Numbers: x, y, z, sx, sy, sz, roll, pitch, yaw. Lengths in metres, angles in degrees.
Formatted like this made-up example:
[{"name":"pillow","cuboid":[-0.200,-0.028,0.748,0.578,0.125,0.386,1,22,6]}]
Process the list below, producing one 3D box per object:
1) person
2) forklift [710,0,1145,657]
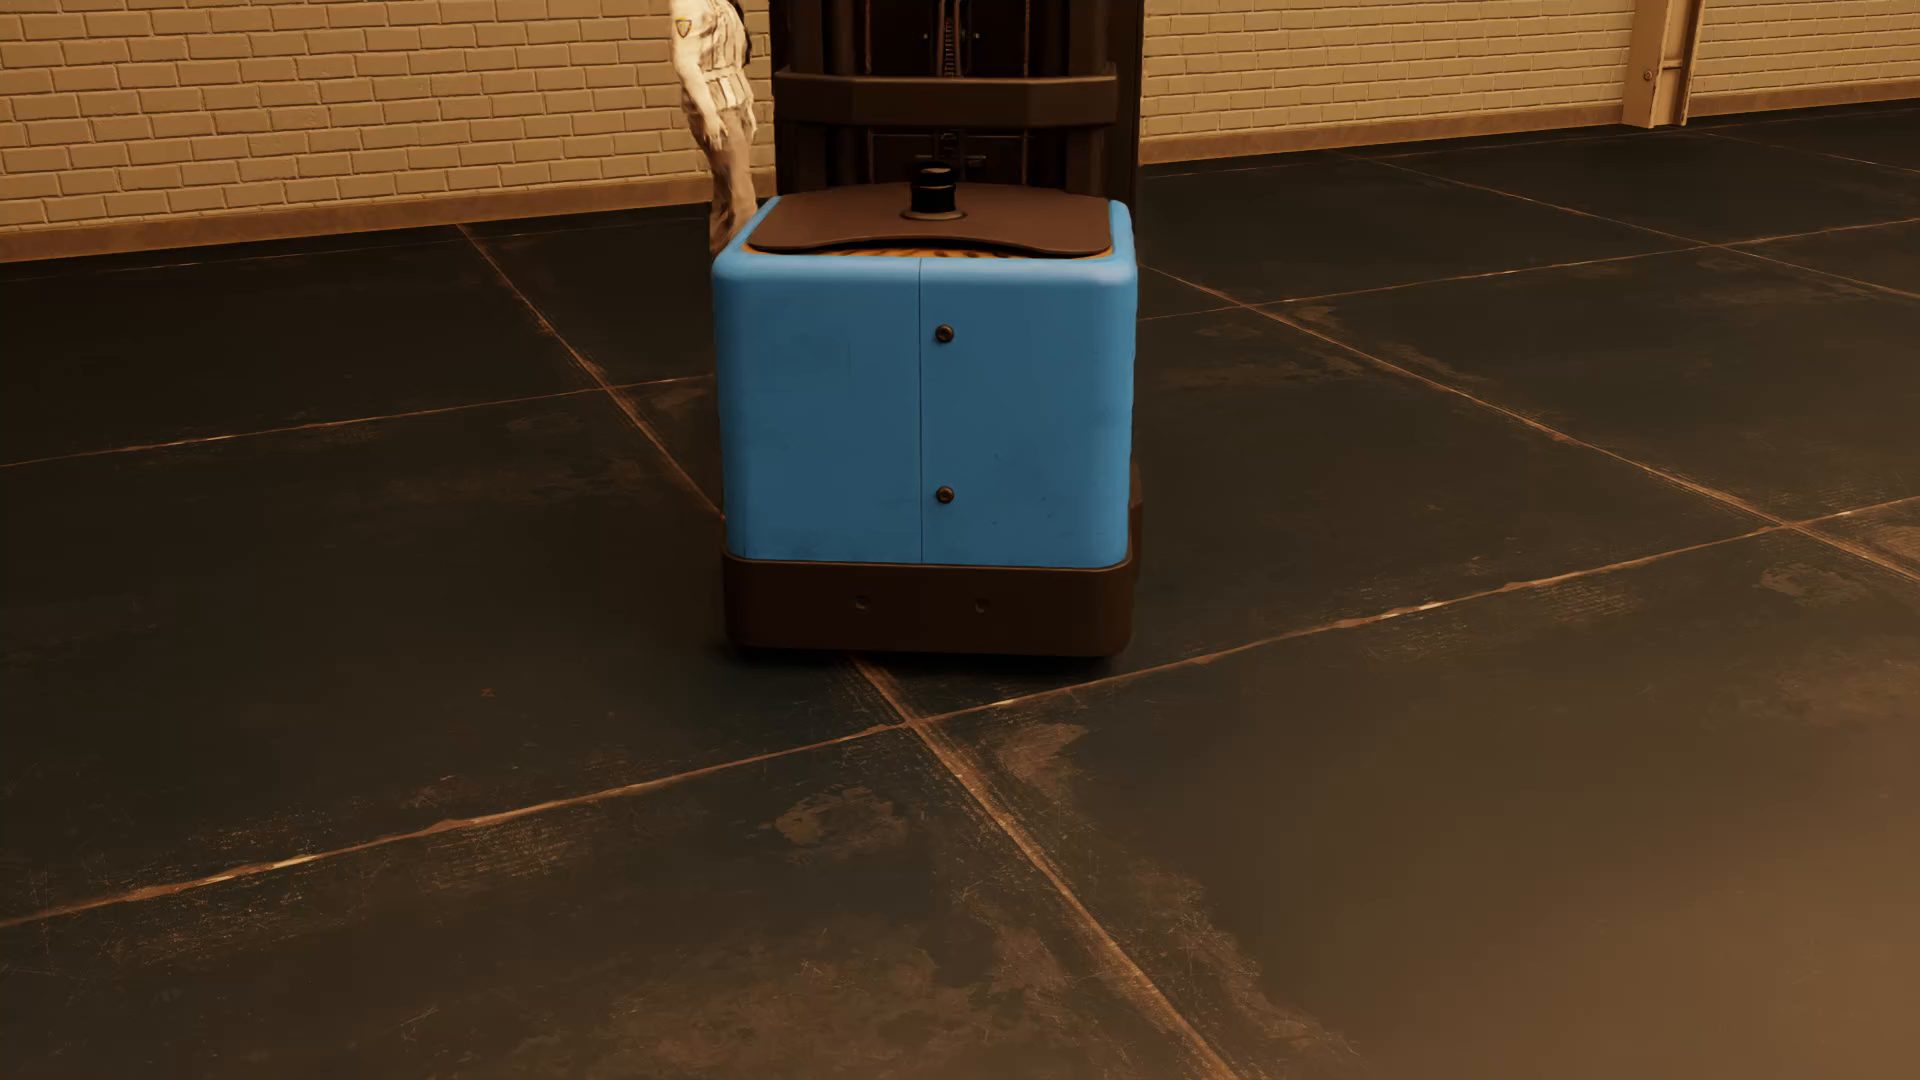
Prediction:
[{"name":"person","cuboid":[-0.977,-1.915,7.496,0.612,1.695,0.576,4,23,10]},{"name":"forklift","cuboid":[0.007,-1.580,5.089,1.130,2.935,3.031,1,23,4]}]
